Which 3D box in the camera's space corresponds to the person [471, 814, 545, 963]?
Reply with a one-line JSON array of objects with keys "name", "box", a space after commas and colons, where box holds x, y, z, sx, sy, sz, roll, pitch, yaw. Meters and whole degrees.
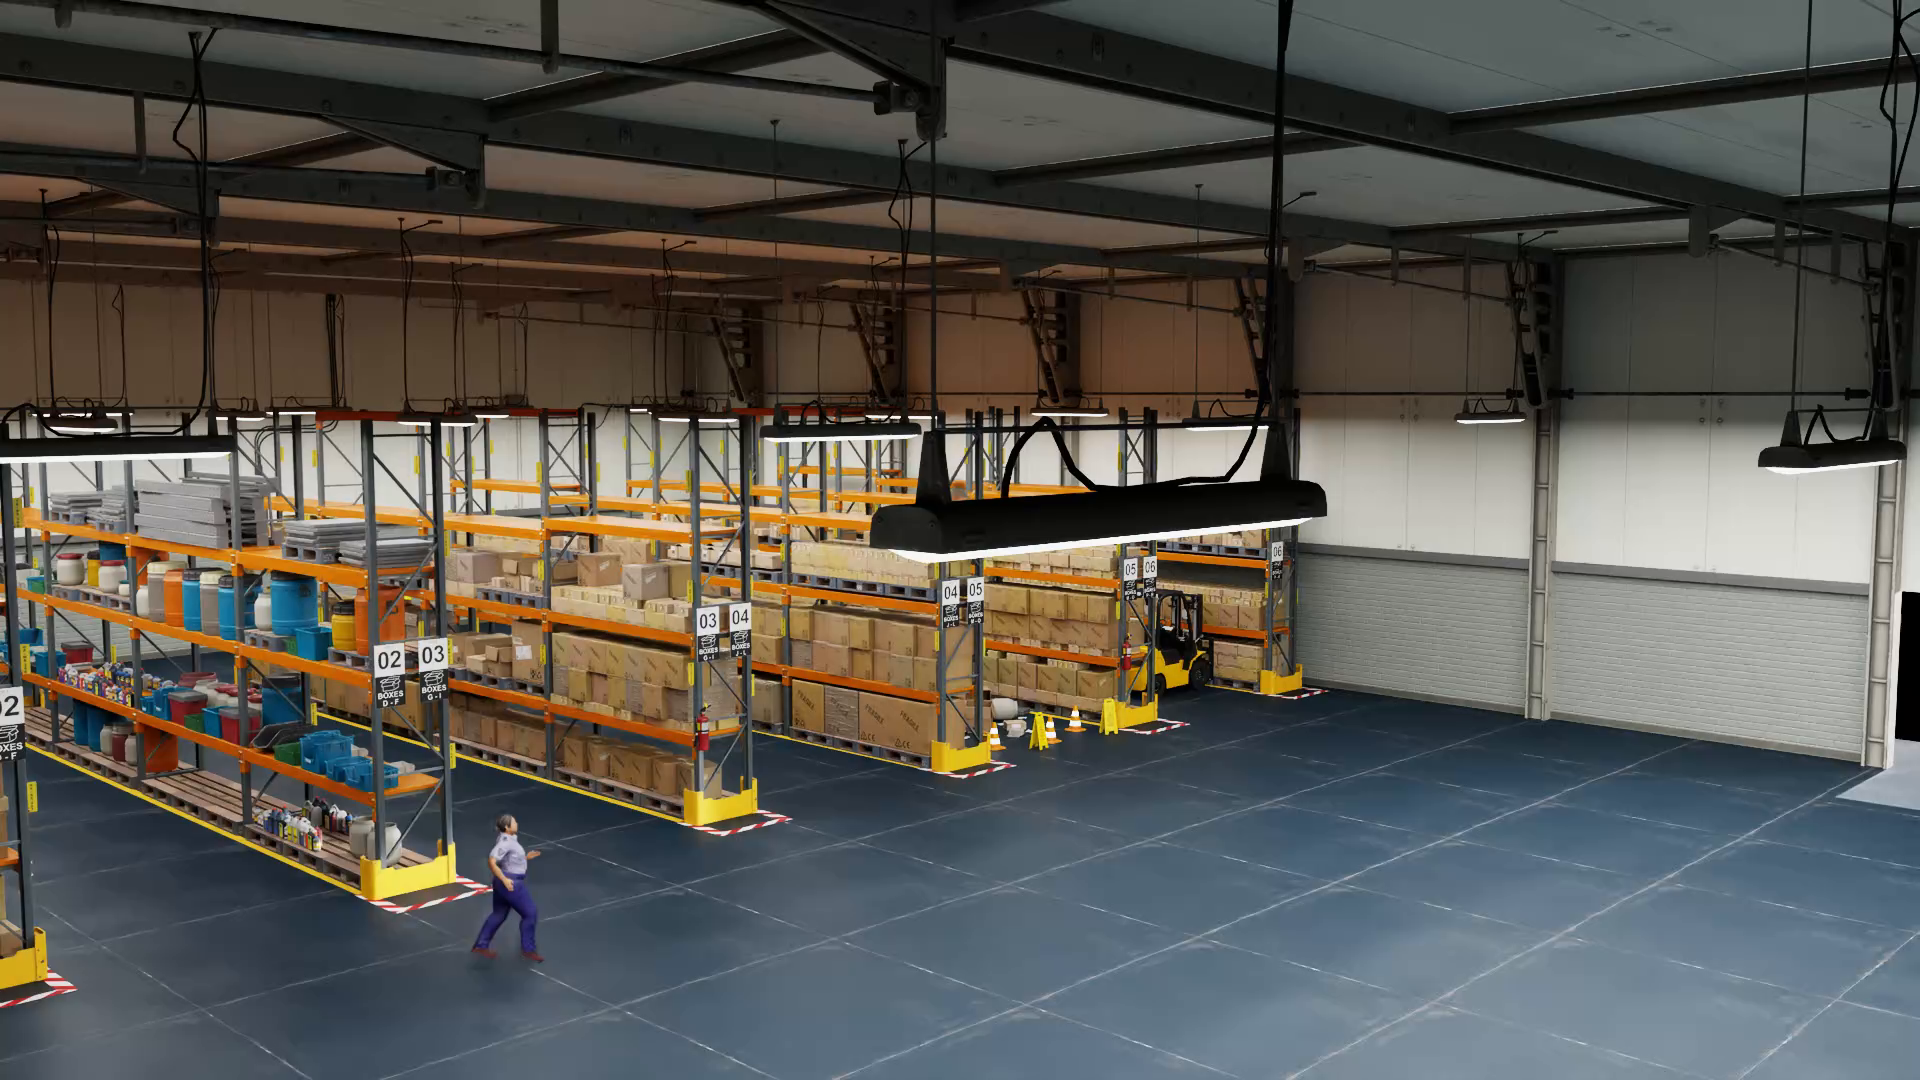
[{"name": "person", "box": [-5.026, 3.879, 18.436, 0.770, 1.709, 0.580, -3, 6, -27]}]

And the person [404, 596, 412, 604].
[{"name": "person", "box": [-12.672, 2.108, 37.965, 0.717, 1.716, 0.599, -1, 5, -13]}]
